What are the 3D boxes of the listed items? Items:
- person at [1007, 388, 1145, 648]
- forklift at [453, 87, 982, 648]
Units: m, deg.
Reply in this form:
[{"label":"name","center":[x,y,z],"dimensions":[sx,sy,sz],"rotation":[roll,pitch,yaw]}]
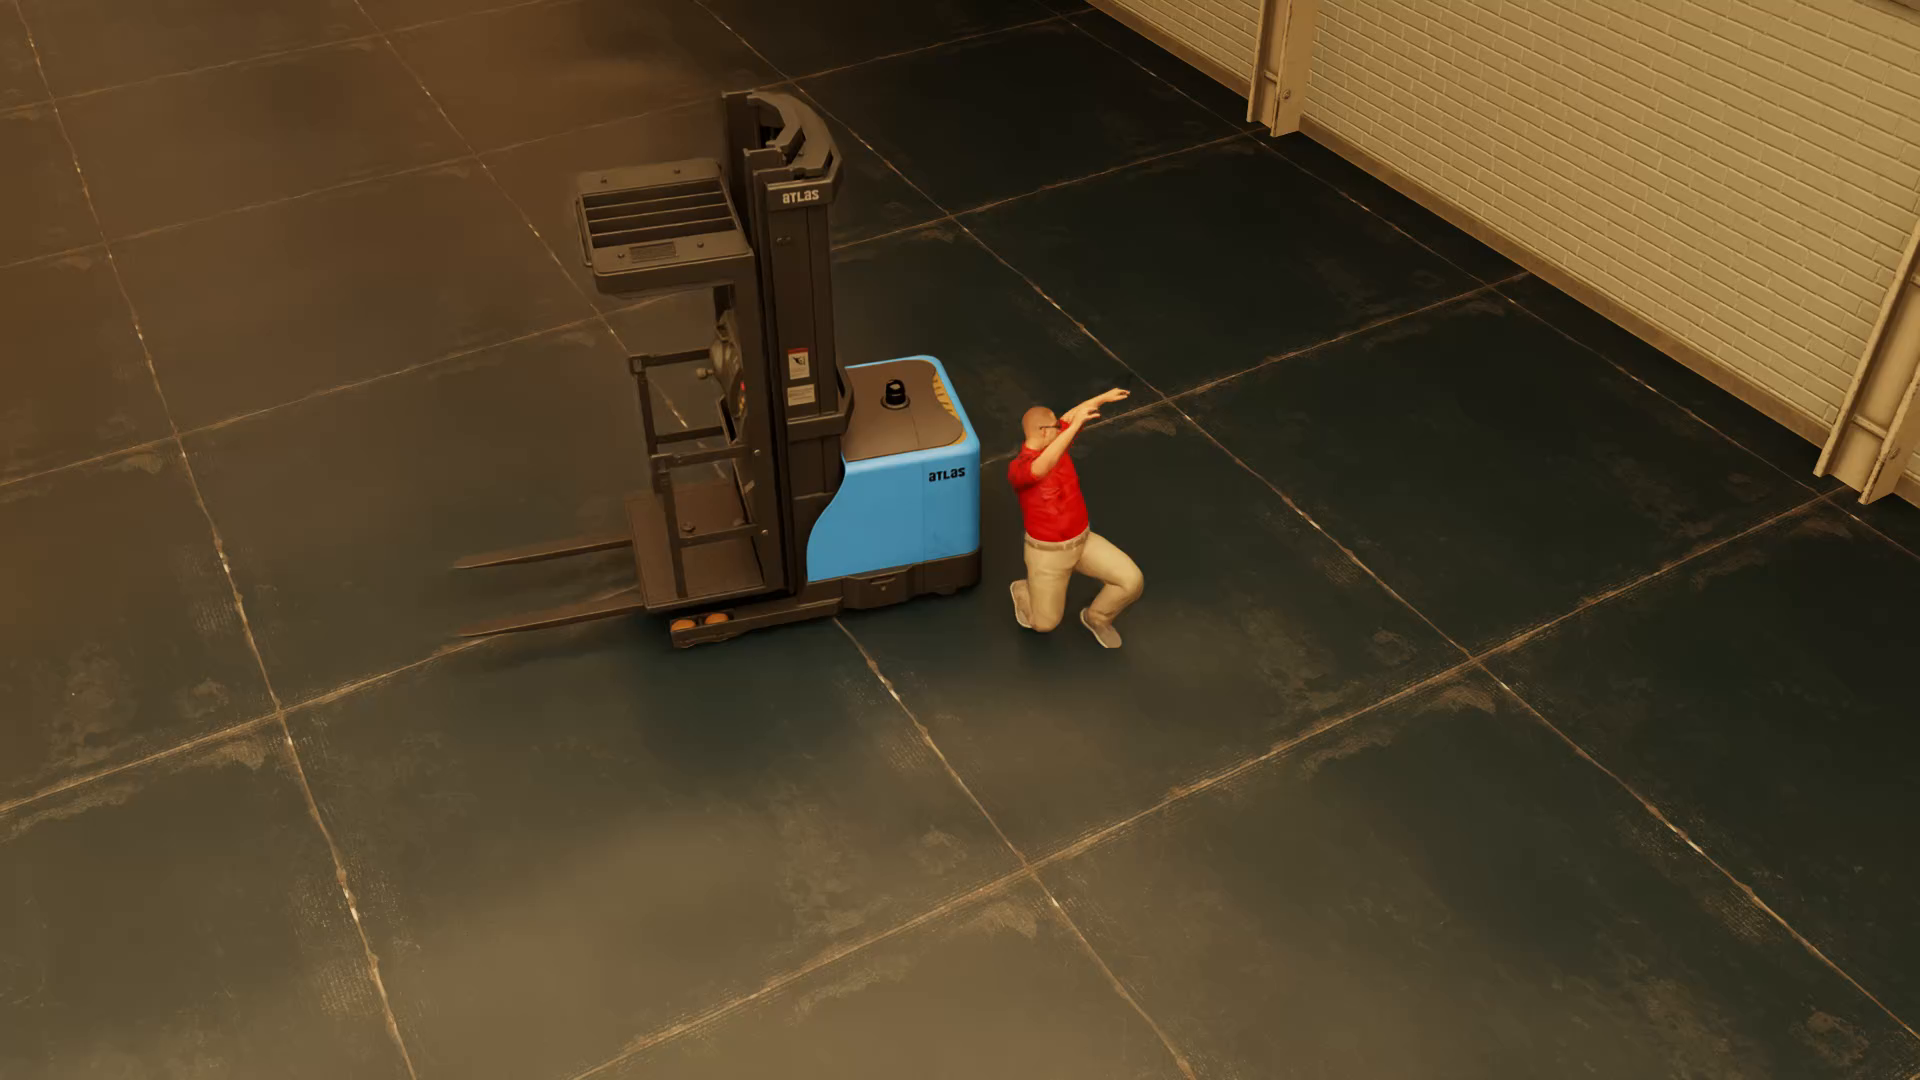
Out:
[{"label":"person","center":[0.784,-0.155,9.336],"dimensions":[1.108,1.602,0.859],"rotation":[-32,49,-33]},{"label":"forklift","center":[-1.446,-0.882,9.100],"dimensions":[3.031,2.935,1.130],"rotation":[-10,41,-12]}]
